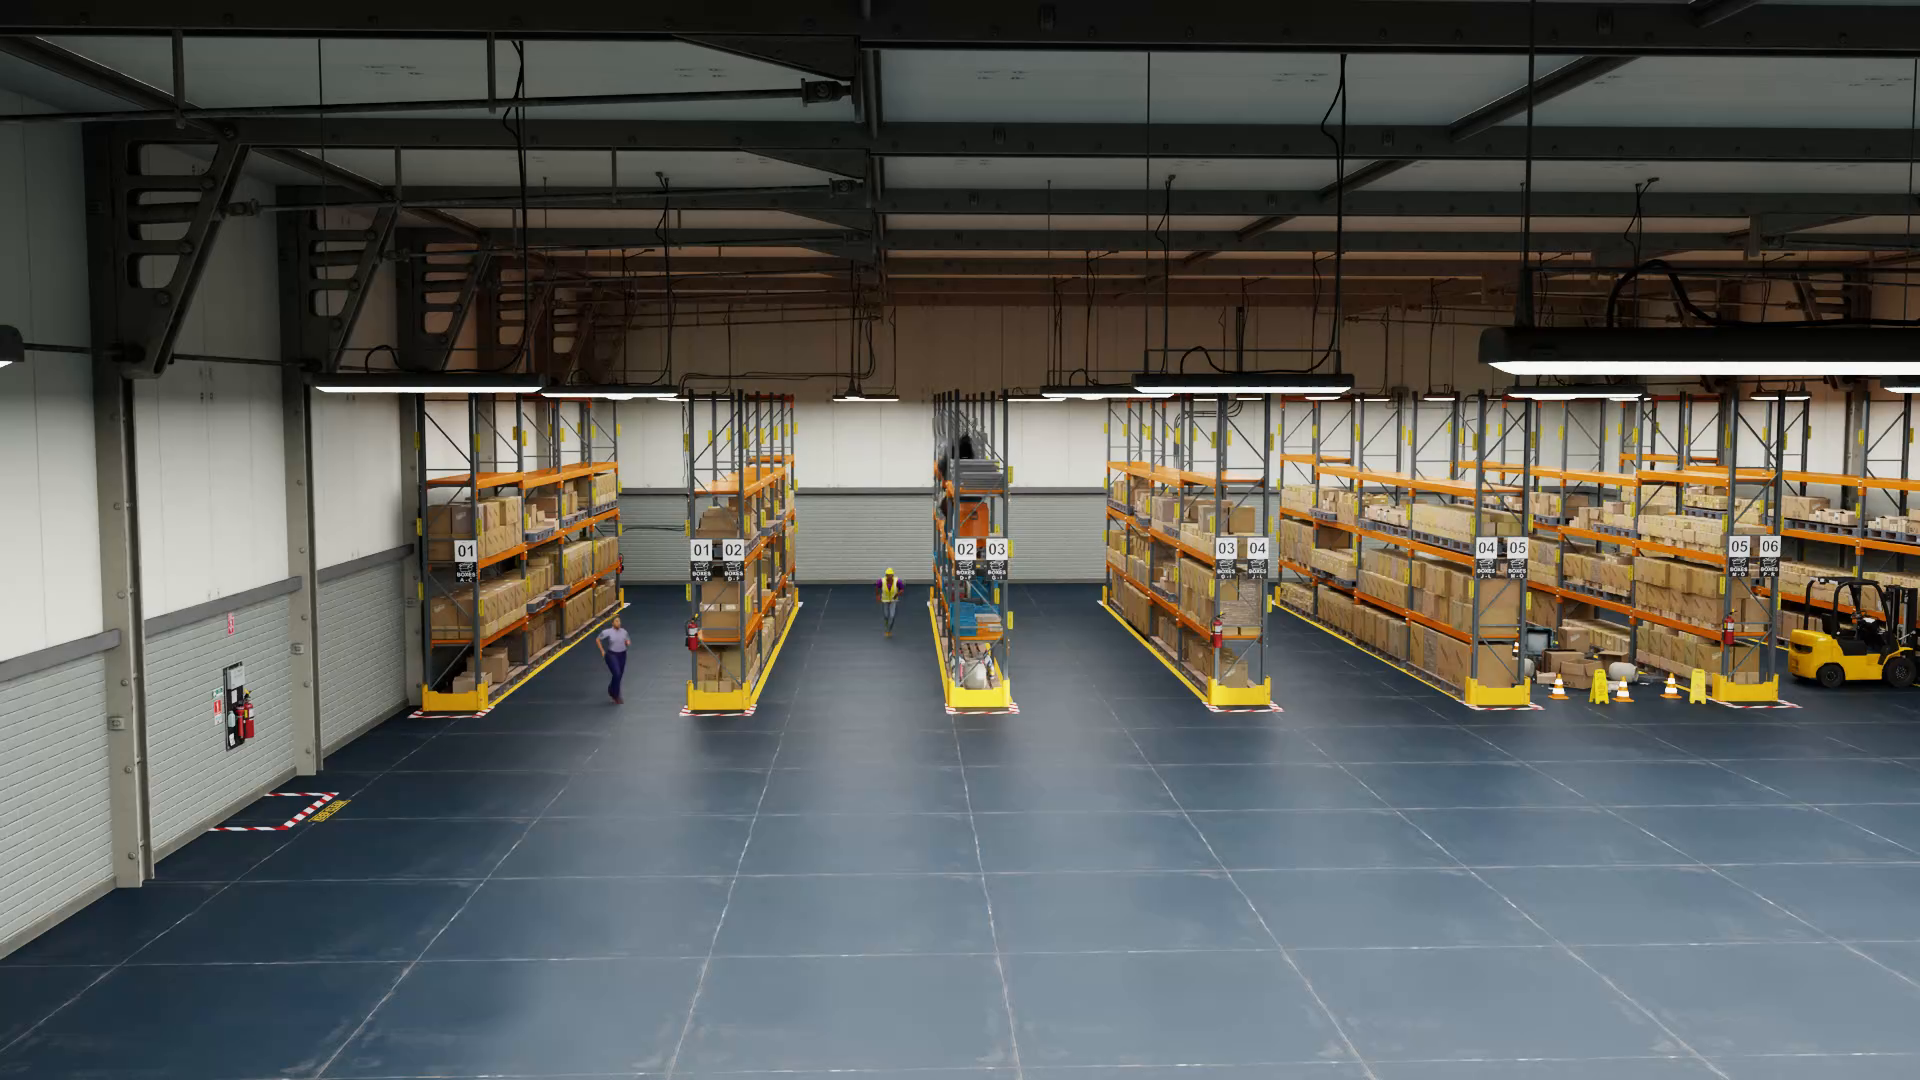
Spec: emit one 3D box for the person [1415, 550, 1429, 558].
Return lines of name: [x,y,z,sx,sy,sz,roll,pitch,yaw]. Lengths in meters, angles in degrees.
person: [13.650,0.828,49.394,0.595,1.734,0.660,-1,5,-15]

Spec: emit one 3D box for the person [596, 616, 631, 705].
person: [-6.603,2.303,31.931,0.741,1.708,0.581,4,6,42]

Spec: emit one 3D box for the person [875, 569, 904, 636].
person: [-1.743,1.541,41.182,0.691,1.693,0.741,0,5,-5]
